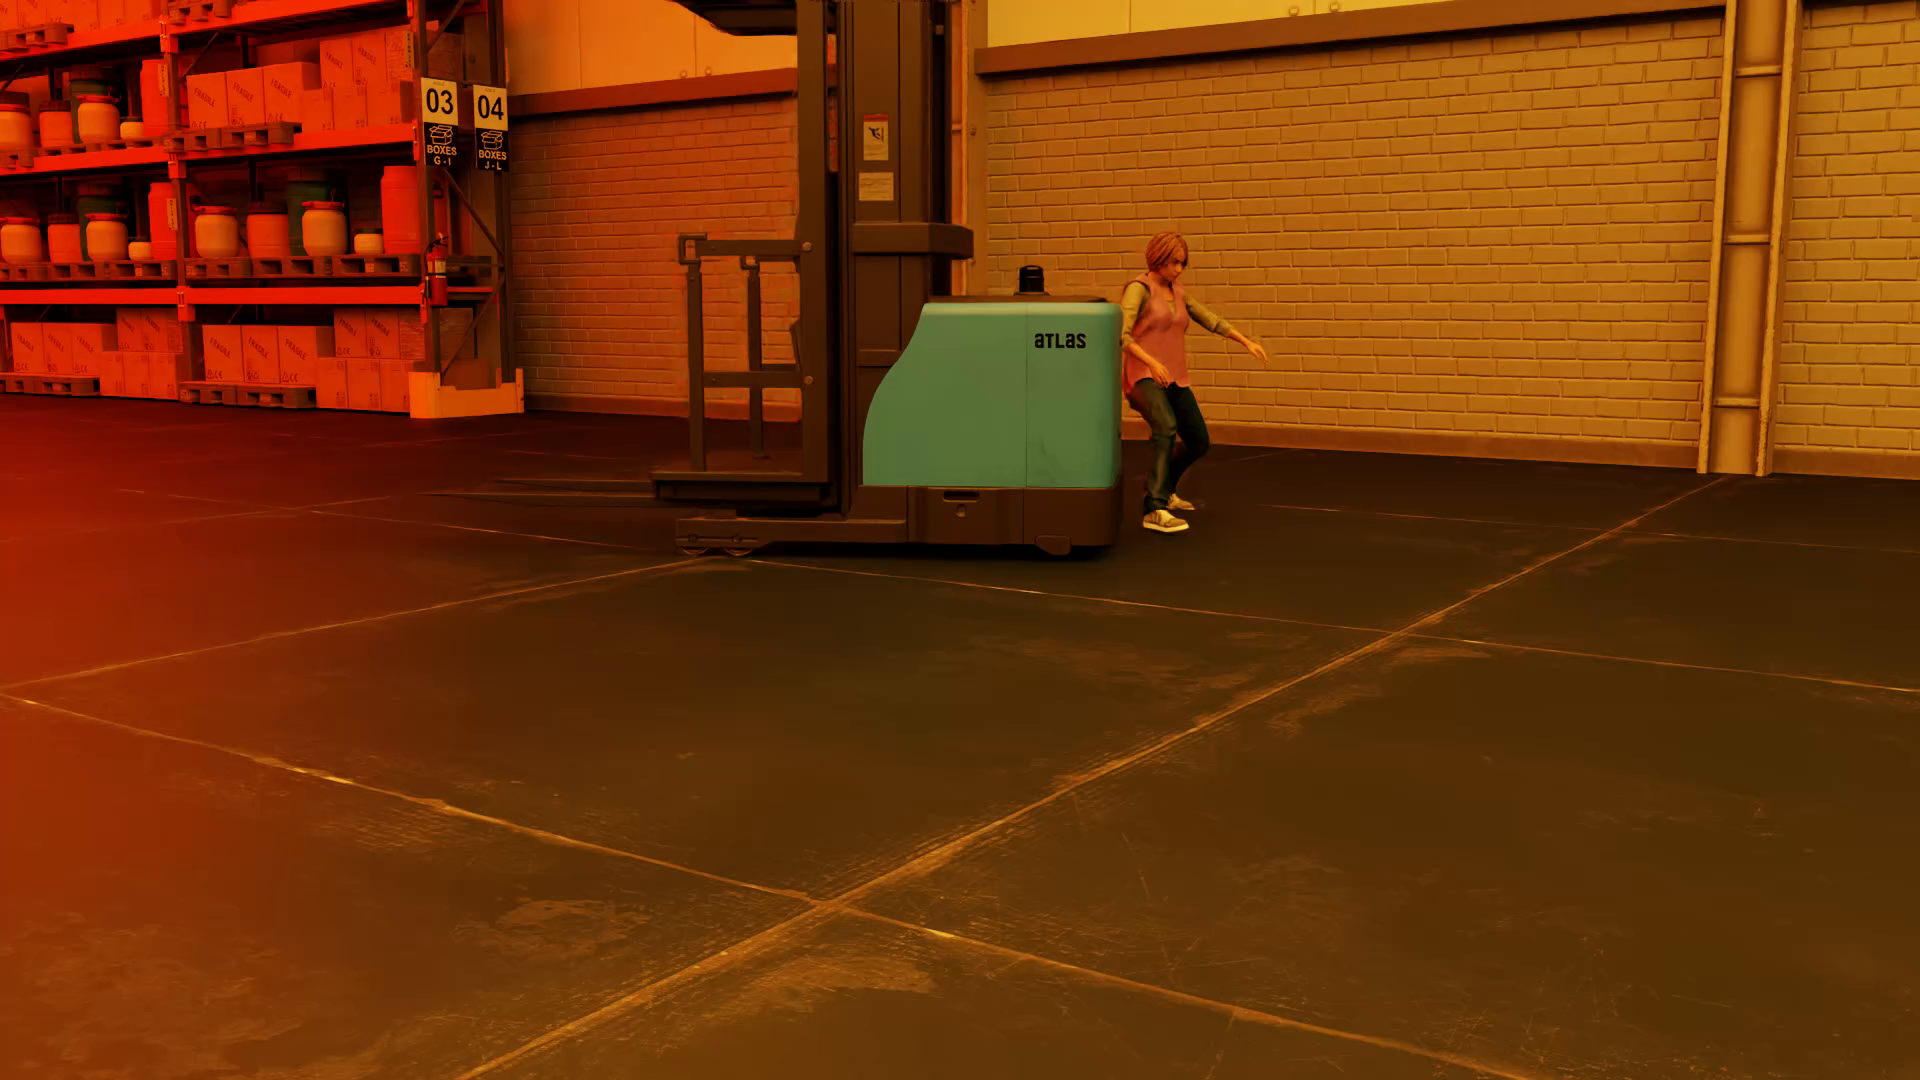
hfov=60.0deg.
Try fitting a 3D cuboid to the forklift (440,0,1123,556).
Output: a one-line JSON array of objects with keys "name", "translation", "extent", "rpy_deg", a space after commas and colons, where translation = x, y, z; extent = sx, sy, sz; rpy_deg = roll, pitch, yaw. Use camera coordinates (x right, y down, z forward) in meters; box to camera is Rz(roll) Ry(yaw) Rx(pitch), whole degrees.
[{"name": "forklift", "translation": [-0.792, -1.454, 7.417], "extent": [3.031, 2.935, 1.130], "rpy_deg": [1, 8, 8]}]

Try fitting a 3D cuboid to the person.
[{"name": "person", "translation": [1.061, -0.783, 8.203], "extent": [0.901, 1.431, 0.884], "rpy_deg": [-7, 11, -41]}]
